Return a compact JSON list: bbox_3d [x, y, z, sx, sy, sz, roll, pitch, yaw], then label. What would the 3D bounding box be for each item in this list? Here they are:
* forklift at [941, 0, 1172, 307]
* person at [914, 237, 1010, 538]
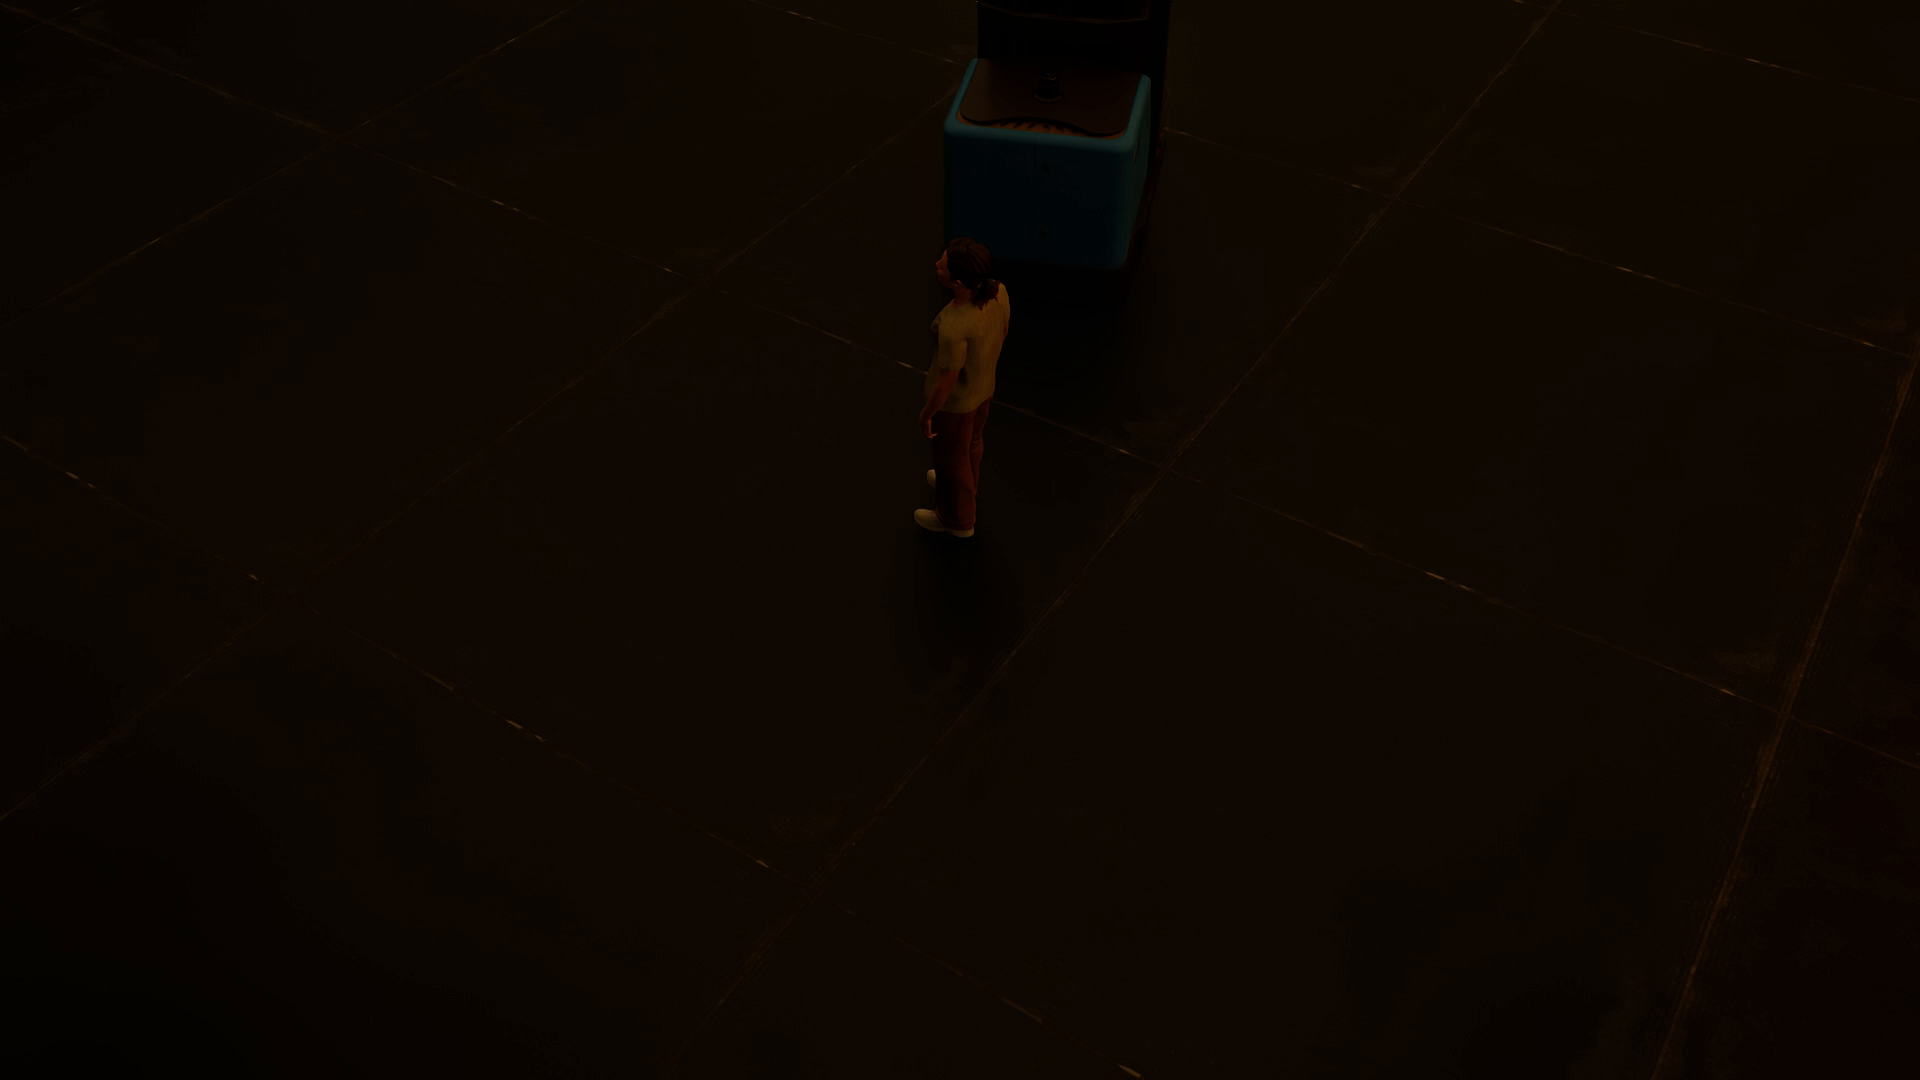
[{"bbox_3d":[0.695,-3.383,9.417,1.130,2.935,3.031,8,44,8],"label":"forklift"},{"bbox_3d":[-0.065,-0.675,7.415,0.525,1.659,0.552,24,48,23],"label":"person"}]
